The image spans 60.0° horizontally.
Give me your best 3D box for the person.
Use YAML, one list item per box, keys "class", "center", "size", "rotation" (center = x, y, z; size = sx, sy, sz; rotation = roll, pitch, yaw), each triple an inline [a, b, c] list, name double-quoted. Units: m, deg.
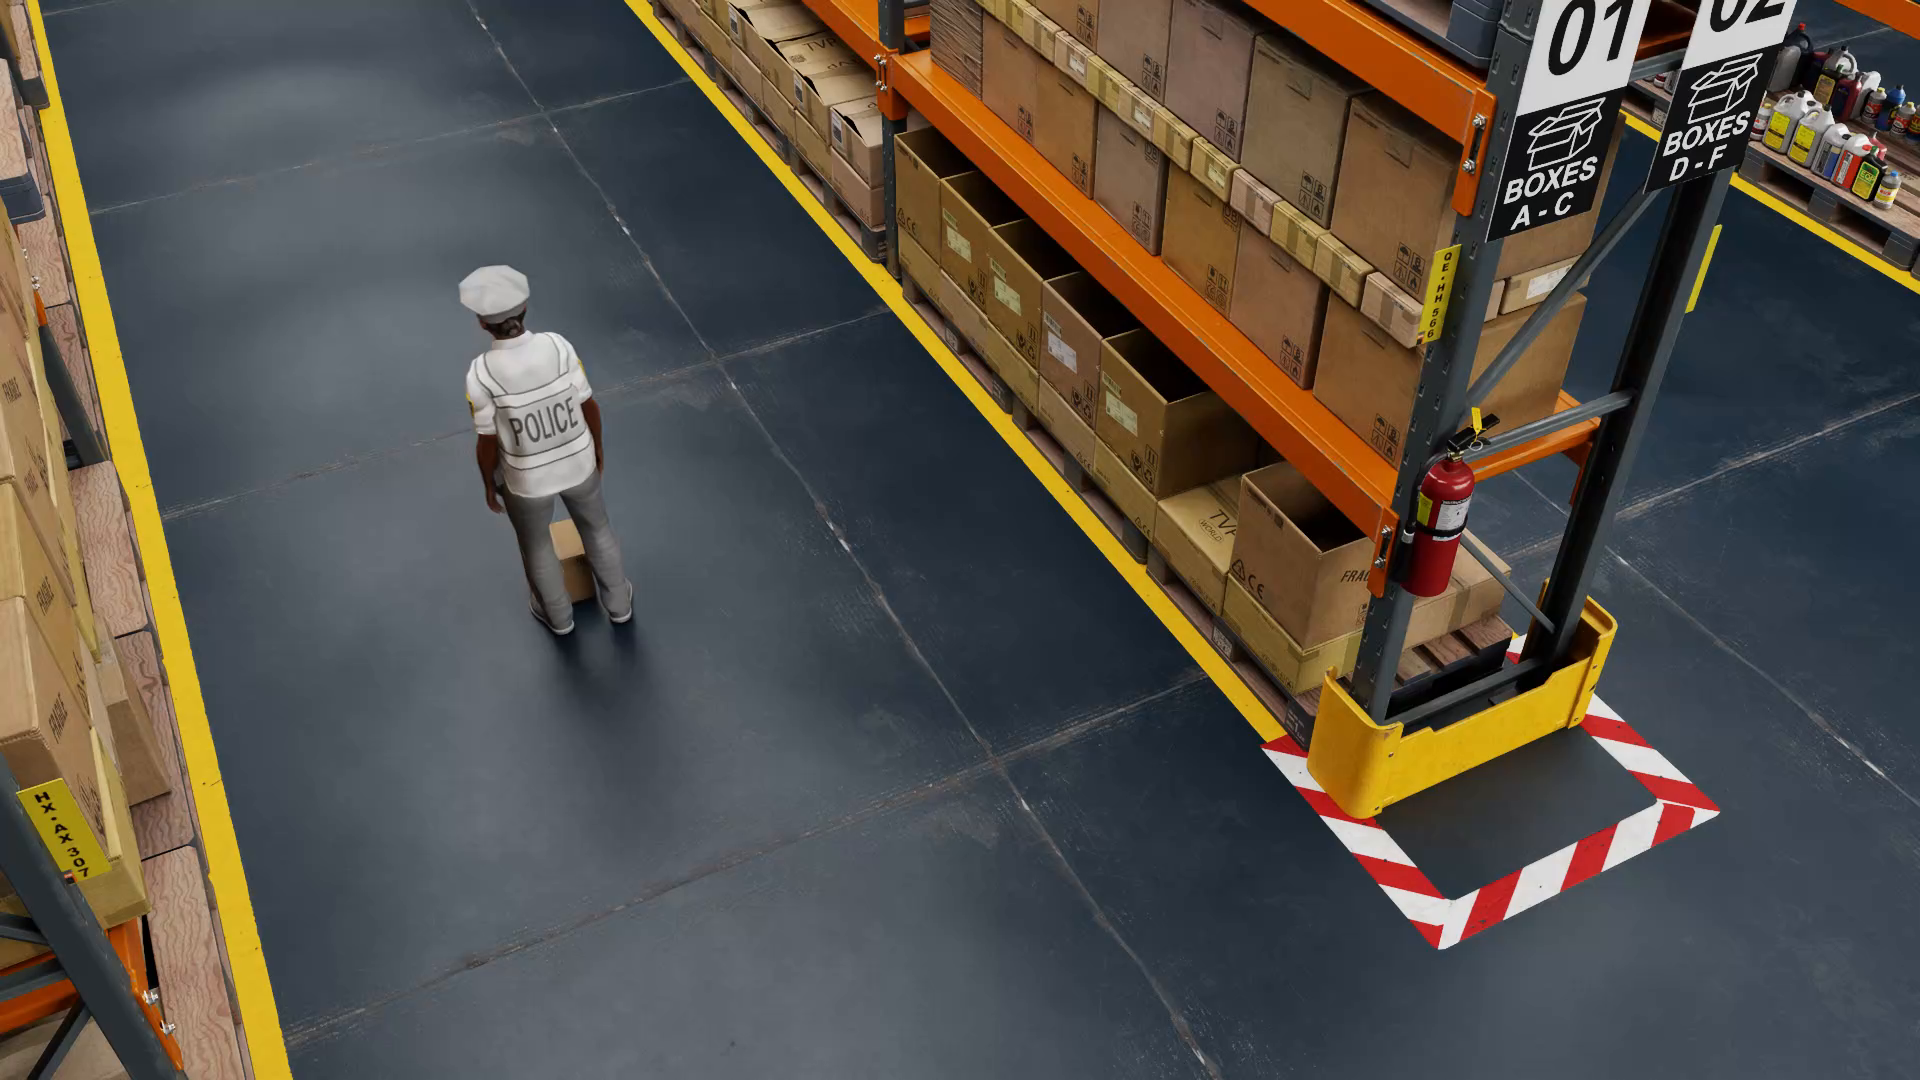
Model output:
- class: "person"
  center: [-1.616, -0.295, 6.490]
  size: [0.527, 1.662, 0.418]
  rotation: [-21, 46, -22]
